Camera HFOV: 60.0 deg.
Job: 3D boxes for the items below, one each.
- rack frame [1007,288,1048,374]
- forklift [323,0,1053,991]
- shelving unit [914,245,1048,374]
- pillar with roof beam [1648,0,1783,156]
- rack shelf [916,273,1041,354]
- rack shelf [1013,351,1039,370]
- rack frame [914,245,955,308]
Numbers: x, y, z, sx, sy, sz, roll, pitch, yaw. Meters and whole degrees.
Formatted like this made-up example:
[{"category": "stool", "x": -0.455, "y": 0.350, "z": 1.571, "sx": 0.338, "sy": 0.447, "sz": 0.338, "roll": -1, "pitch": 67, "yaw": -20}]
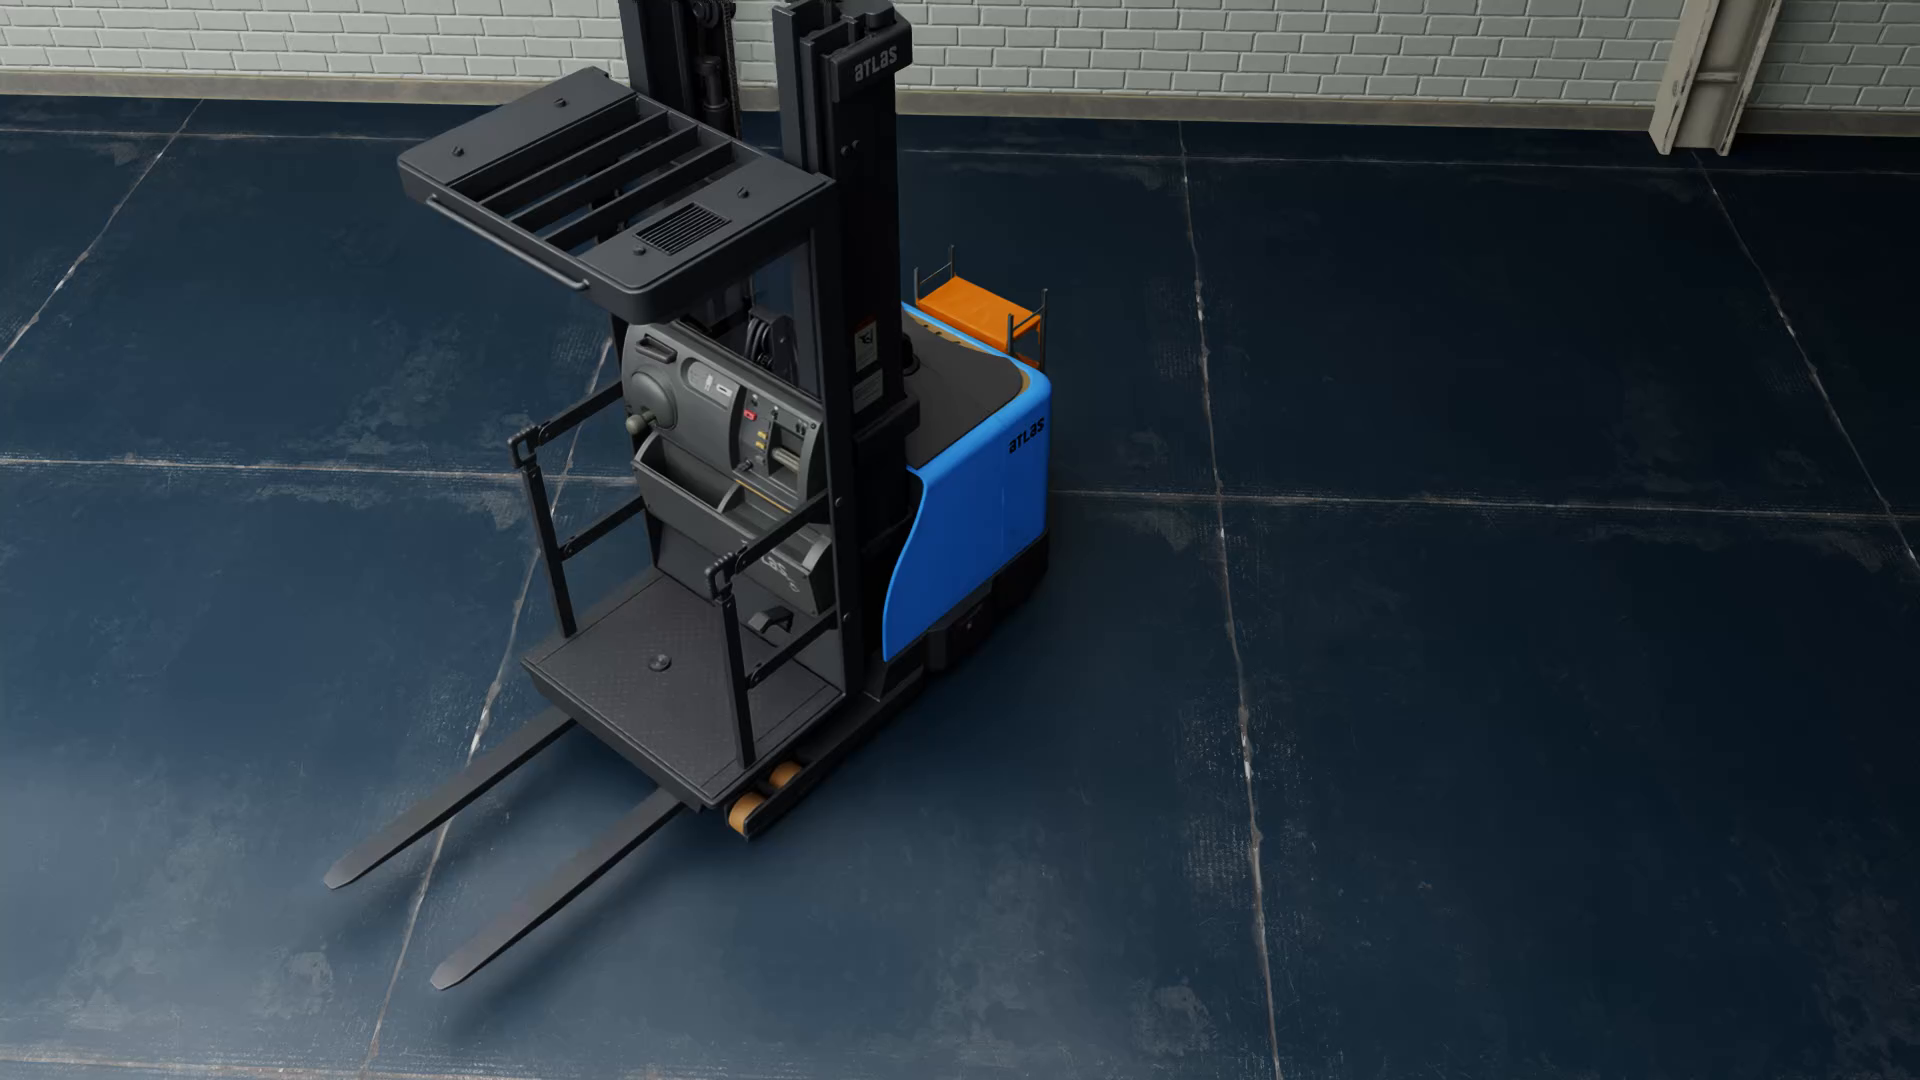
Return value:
[{"category": "rack frame", "x": 0.270, "y": -0.504, "z": 6.996, "sx": 0.015, "sy": 1.200, "sz": 0.240, "roll": 30, "pitch": 51, "yaw": 28}, {"category": "forklift", "x": -0.965, "y": -0.368, "z": 5.580, "sx": 1.130, "sy": 2.935, "sz": 3.031, "roll": 30, "pitch": 51, "yaw": 28}, {"category": "shelving unit", "x": 0.083, "y": -0.611, "z": 7.111, "sx": 0.503, "sy": 1.200, "sz": 0.258, "roll": 30, "pitch": 51, "yaw": 28}, {"category": "pillar with roof beam", "x": 4.126, "y": -2.726, "z": 3.660, "sx": 0.400, "sy": 9.000, "sz": 9.100, "roll": 2, "pitch": 43, "yaw": 2}, {"category": "rack shelf", "x": 0.083, "y": -0.898, "z": 6.843, "sx": 0.480, "sy": 0.148, "sz": 0.258, "roll": 30, "pitch": 51, "yaw": 28}, {"category": "rack shelf", "x": 0.083, "y": -0.725, "z": 7.004, "sx": 0.480, "sy": 0.148, "sz": 0.258, "roll": 30, "pitch": 51, "yaw": 28}, {"category": "rack frame", "x": -0.103, "y": -0.718, "z": 7.226, "sx": 0.015, "sy": 1.200, "sz": 0.240, "roll": 30, "pitch": 51, "yaw": 28}]
